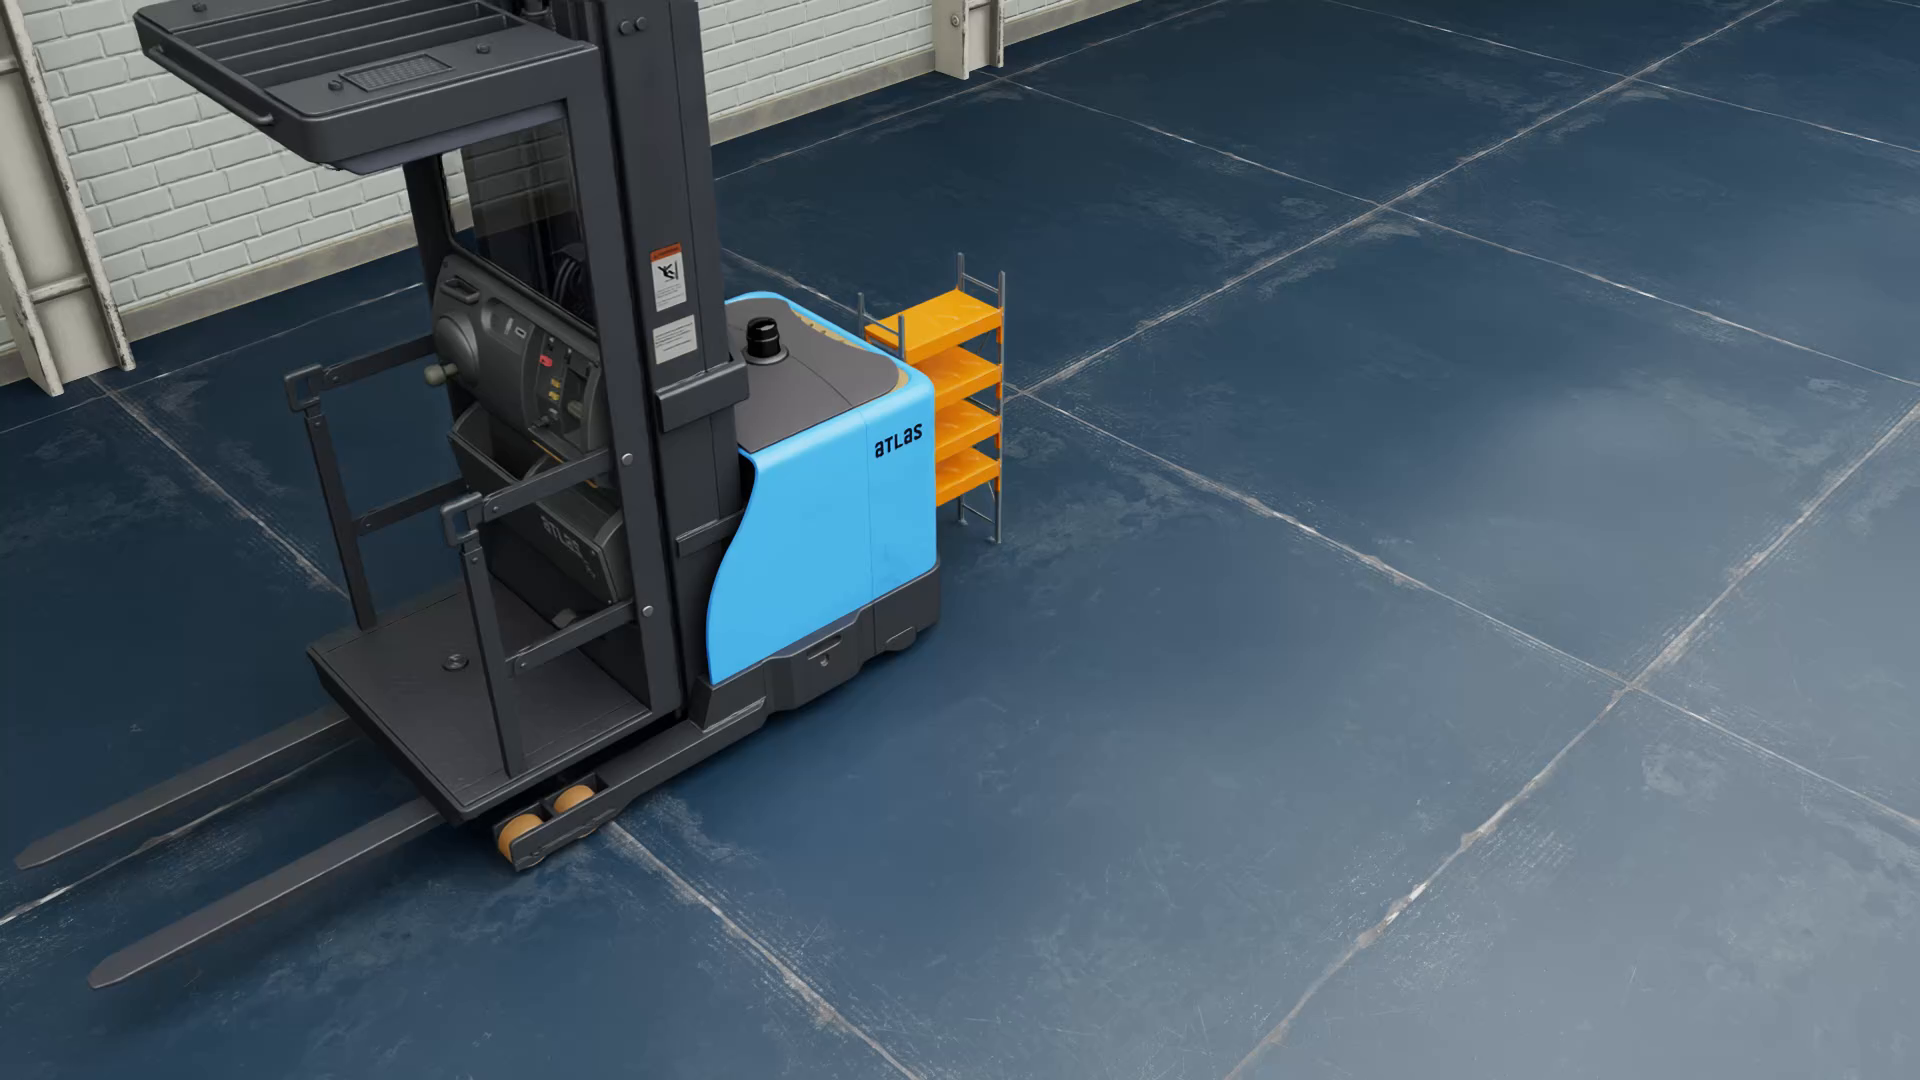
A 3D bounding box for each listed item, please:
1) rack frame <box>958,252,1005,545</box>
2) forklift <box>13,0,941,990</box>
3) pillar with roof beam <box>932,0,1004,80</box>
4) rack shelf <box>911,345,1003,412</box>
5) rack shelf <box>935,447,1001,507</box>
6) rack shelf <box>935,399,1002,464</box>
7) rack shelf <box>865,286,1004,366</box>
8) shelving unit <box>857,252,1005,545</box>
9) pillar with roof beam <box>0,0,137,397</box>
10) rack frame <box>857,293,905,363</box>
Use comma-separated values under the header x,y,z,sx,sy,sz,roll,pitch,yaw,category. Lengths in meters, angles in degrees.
x,y,z,sx,sy,sz,roll,pitch,yaw,category
0.078,-0.526,6.455,0.015,1.200,0.240,-28,44,-34,rack frame
-1.499,-0.505,4.912,3.031,2.935,1.130,-28,43,-34,forklift
3.109,-5.195,6.333,9.100,9.000,0.400,30,45,35,pillar with roof beam
-0.100,-0.559,6.229,0.480,0.148,0.258,-28,44,-34,rack shelf
-0.100,-0.212,6.470,0.480,0.148,0.258,-28,44,-34,rack shelf
-0.100,-0.375,6.357,0.480,0.148,0.258,-28,44,-34,rack shelf
-0.100,-0.753,6.093,0.480,0.148,0.258,-28,44,-34,rack shelf
-0.100,-0.430,6.318,0.503,1.200,0.258,-28,44,-34,shelving unit
-1.118,-2.760,2.841,9.100,9.000,0.400,30,45,35,pillar with roof beam
-0.279,-0.335,6.182,0.015,1.200,0.240,-28,44,-34,rack frame
